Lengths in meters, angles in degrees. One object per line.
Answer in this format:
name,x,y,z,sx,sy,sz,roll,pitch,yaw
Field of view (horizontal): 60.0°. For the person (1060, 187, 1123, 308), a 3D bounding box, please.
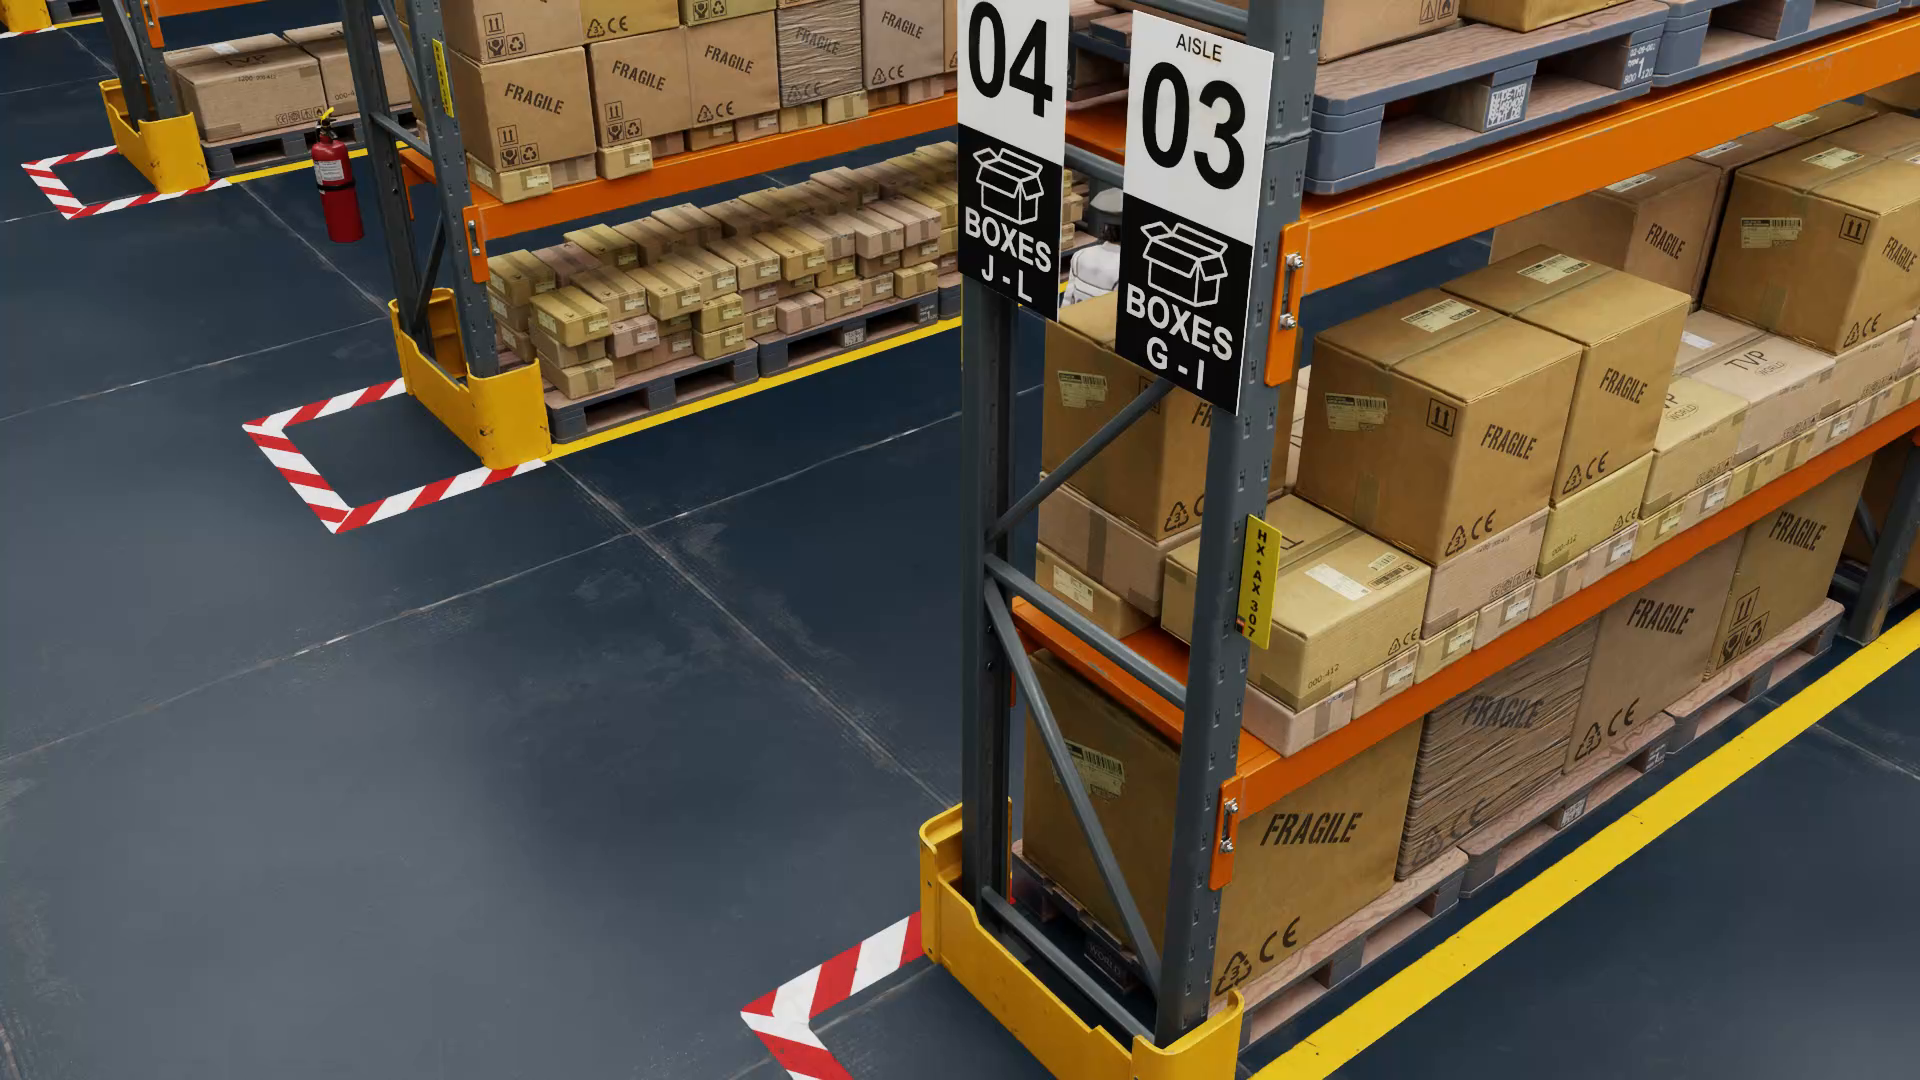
person,0.655,-0.708,7.250,0.376,1.664,0.546,-25,40,-34
